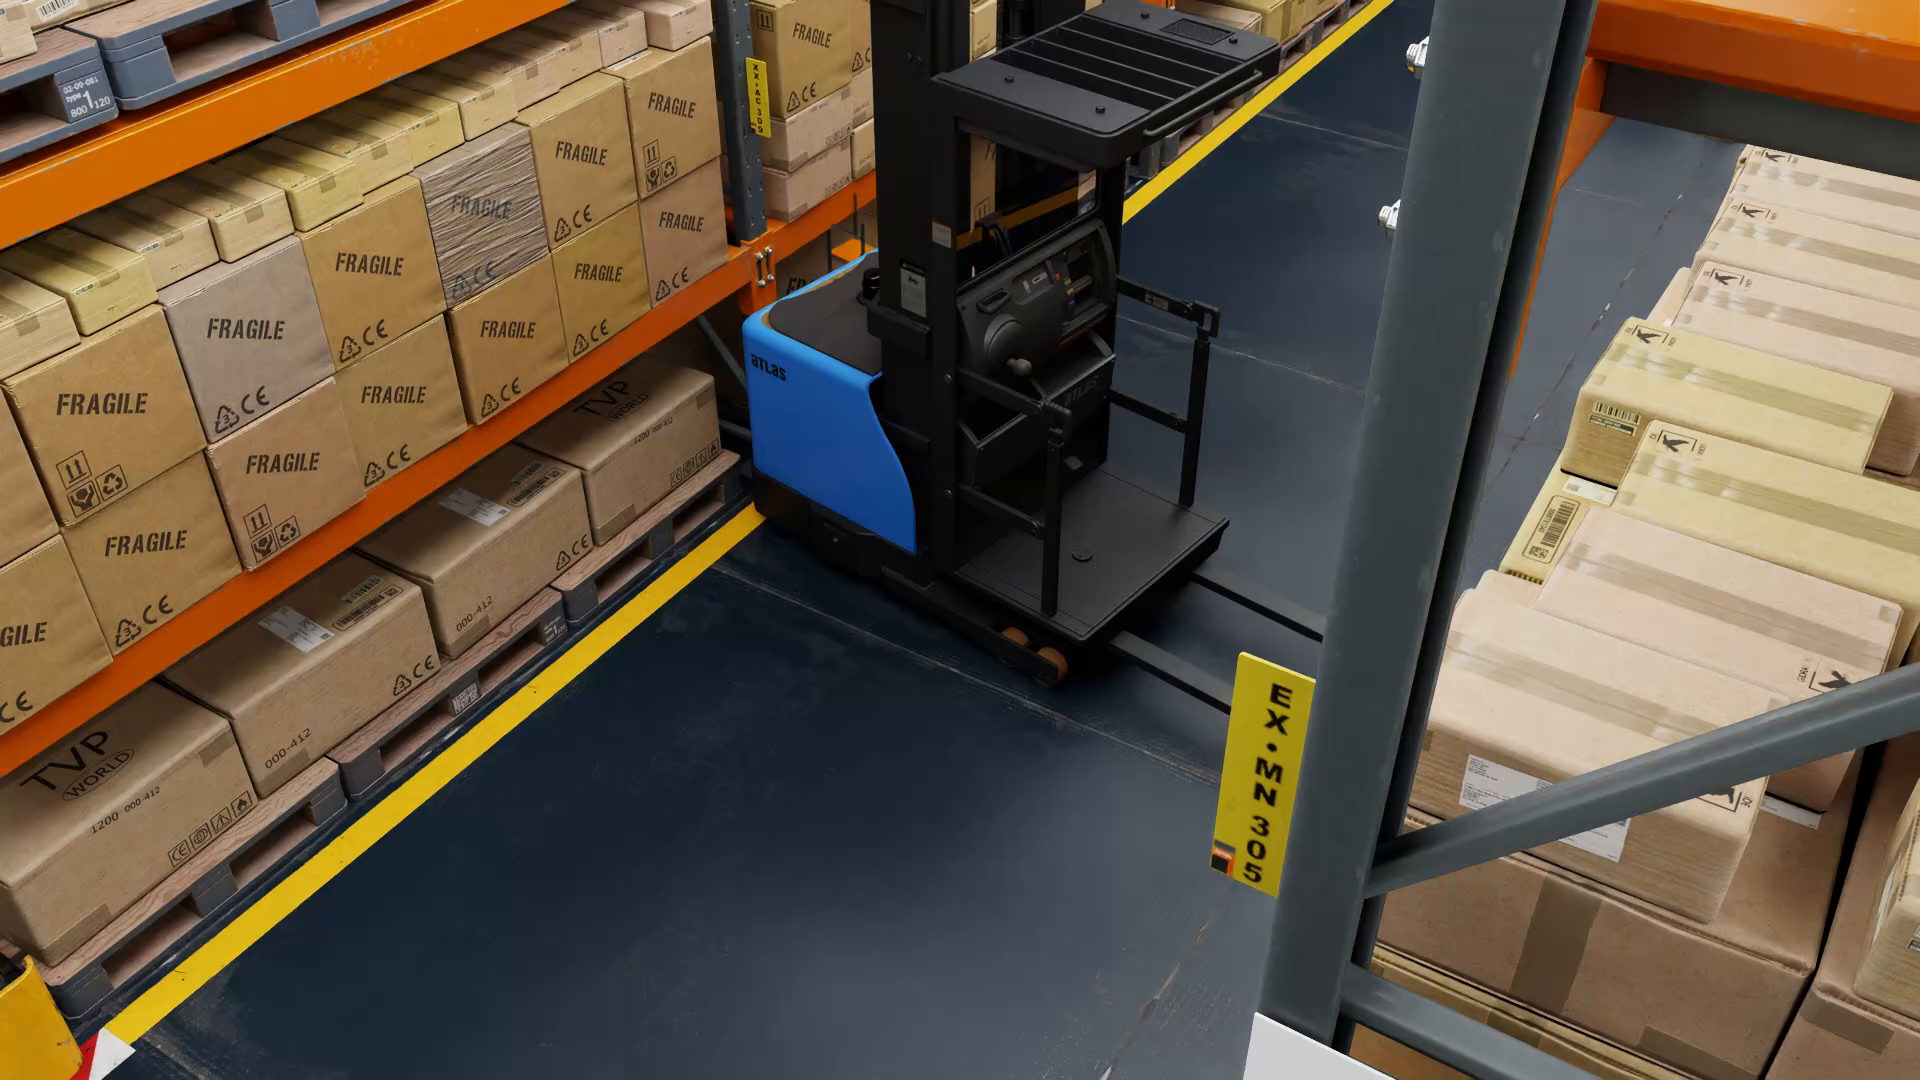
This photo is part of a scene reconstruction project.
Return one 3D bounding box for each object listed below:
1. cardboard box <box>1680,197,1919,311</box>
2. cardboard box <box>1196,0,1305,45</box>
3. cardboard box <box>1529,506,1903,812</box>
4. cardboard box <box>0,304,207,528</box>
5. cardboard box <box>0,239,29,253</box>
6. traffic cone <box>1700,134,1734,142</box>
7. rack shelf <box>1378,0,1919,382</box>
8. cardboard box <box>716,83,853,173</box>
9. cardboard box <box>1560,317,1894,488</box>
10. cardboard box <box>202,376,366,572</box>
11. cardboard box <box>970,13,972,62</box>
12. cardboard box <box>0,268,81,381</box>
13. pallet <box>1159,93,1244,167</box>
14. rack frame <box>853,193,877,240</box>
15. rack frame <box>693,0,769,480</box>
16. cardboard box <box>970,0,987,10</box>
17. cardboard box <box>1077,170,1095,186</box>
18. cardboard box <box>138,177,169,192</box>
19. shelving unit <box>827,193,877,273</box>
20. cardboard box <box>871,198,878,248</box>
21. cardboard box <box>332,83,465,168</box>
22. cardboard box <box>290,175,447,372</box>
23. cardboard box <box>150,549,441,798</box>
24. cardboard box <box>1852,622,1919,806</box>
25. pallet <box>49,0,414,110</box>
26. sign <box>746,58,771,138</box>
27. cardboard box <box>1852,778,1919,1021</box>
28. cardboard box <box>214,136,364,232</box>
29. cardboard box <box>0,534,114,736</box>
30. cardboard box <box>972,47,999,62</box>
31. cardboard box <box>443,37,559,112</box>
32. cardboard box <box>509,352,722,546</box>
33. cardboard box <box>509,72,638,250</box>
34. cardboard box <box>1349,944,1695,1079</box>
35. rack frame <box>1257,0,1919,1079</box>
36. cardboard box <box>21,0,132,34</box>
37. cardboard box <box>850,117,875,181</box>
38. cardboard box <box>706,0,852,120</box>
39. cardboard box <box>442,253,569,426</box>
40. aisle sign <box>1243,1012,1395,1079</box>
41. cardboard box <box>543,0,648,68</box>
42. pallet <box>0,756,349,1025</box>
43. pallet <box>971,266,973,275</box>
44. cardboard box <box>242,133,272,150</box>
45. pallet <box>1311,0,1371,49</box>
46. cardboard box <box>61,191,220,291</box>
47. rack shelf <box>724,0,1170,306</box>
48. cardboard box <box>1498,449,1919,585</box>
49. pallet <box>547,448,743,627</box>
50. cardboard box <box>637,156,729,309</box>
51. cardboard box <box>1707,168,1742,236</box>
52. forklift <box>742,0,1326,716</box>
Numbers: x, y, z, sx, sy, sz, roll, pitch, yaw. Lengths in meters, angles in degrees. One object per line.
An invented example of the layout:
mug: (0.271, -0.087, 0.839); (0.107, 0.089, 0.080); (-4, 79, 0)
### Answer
cardboard box: (1.428, -0.412, 2.757); (0.380, 0.149, 0.250); (22, 43, 26)
cardboard box: (1.948, -3.887, 12.144); (0.950, 0.372, 0.625); (23, 43, 27)
cardboard box: (0.912, 0.136, 2.047); (0.380, 0.149, 0.250); (22, 43, 26)
cardboard box: (-2.680, -0.436, 4.957); (0.500, 0.500, 0.500); (20, 42, 24)
cardboard box: (-3.073, -0.936, 5.075); (0.380, 0.149, 0.250); (22, 43, 26)
traffic cone: (5.221, -2.994, 11.255); (0.336, 0.463, 0.334); (21, 42, 25)
rack shelf: (1.857, -1.131, 2.438); (1.077, 0.370, 4.000); (21, 42, 25)
cardboard box: (-0.832, -1.912, 7.487); (0.500, 0.250, 0.500); (20, 42, 24)
cardboard box: (1.117, -0.161, 2.432); (0.380, 0.149, 0.250); (22, 43, 26)
cardboard box: (-2.414, -0.297, 5.596); (0.500, 0.500, 0.500); (21, 42, 25)
cardboard box: (-0.283, -2.442, 8.174); (0.500, 0.250, 0.500); (22, 43, 26)
cardboard box: (-2.708, -0.617, 4.661); (0.380, 0.149, 0.250); (23, 43, 26)
pallet: (1.258, -2.999, 11.468); (1.003, 0.211, 1.213); (21, 42, 25)
rack frame: (-0.426, -1.128, 8.174); (0.240, 1.200, 0.006); (29, 47, 29)
rack frame: (-1.305, -1.639, 7.420); (1.000, 3.000, 0.127); (21, 42, 25)
cardboard box: (-0.035, -3.005, 8.291); (0.500, 0.500, 0.500); (20, 42, 24)
cardboard box: (0.397, -2.697, 10.188); (0.875, 0.875, 0.875); (21, 42, 25)
cardboard box: (-2.788, -1.196, 5.412); (0.380, 0.149, 0.250); (22, 43, 26)
shelving unit: (-0.485, -1.084, 8.119); (0.258, 1.200, 0.189); (29, 47, 29)
cardboard box: (-0.563, -1.778, 8.996); (0.875, 0.875, 0.875); (22, 43, 26)
cardboard box: (-1.940, -1.430, 5.717); (0.380, 0.149, 0.250); (20, 42, 24)
cardboard box: (-2.144, -0.961, 5.639); (0.500, 0.500, 0.500); (21, 42, 25)
cardboard box: (-2.696, 0.424, 6.498); (0.875, 0.438, 0.875); (22, 43, 26)
cardboard box: (1.519, 0.253, 2.222); (0.500, 0.250, 0.500); (21, 42, 25)
pallet: (-2.407, -1.747, 5.176); (1.003, 0.211, 1.213); (21, 42, 25)
sign: (-0.836, -1.833, 6.897); (0.100, 0.325, 0.005); (21, 42, 25)
cardboard box: (1.151, 0.413, 1.687); (0.380, 0.149, 0.250); (21, 42, 25)
cardboard box: (-2.158, -1.148, 5.350); (0.380, 0.149, 0.250); (20, 42, 24)
cardboard box: (-2.949, 0.230, 4.913); (0.500, 0.500, 0.500); (21, 42, 25)
cardboard box: (-0.007, -2.501, 8.661); (0.500, 0.250, 0.500); (20, 42, 24)
cardboard box: (-1.697, -1.707, 6.075); (0.380, 0.149, 0.250); (21, 42, 25)
cardboard box: (-1.732, -0.502, 7.699); (0.875, 0.438, 0.875); (21, 42, 24)
cardboard box: (-1.604, -1.482, 6.315); (0.500, 0.500, 0.500); (21, 42, 24)
cardboard box: (0.806, 0.540, 2.258); (0.500, 0.250, 0.500); (20, 42, 24)
rack frame: (0.785, -0.386, 0.880); (1.000, 3.000, 0.127); (21, 42, 25)
cardboard box: (-2.604, -1.691, 4.677); (0.500, 0.311, 0.500); (22, 43, 26)
cardboard box: (-0.571, -1.988, 7.994); (0.500, 0.250, 0.500); (20, 42, 24)
cardboard box: (-0.827, -2.208, 7.256); (0.500, 0.500, 0.500); (22, 43, 26)
cardboard box: (-1.866, -0.825, 6.282); (0.500, 0.500, 0.500); (21, 42, 24)
aisle sign: (0.493, 0.900, 1.997); (0.394, 0.787, 0.004); (21, 42, 25)
cardboard box: (-1.435, -1.968, 6.414); (0.380, 0.149, 0.250); (22, 43, 26)
pallet: (-3.086, 1.089, 6.164); (1.003, 0.211, 1.213); (21, 42, 25)
pallet: (-0.303, -1.589, 9.638); (1.003, 0.211, 1.213); (21, 42, 25)
cardboard box: (-2.526, -1.475, 5.774); (0.380, 0.149, 0.250); (21, 42, 25)
pallet: (2.565, -4.257, 13.100); (1.003, 0.211, 1.213); (21, 42, 25)
cardboard box: (-2.486, -0.911, 5.043); (0.380, 0.149, 0.250); (22, 43, 26)
rack shelf: (-0.234, -2.385, 8.977); (1.077, 0.370, 4.000); (21, 42, 25)
cardboard box: (1.090, 0.079, 2.448); (0.500, 0.250, 0.500); (20, 42, 24)
pallet: (-1.779, -0.168, 7.796); (1.003, 0.211, 1.213); (21, 42, 25)
cardboard box: (-1.338, -1.356, 6.970); (0.500, 0.500, 0.500); (22, 43, 26)
cardboard box: (1.647, -0.441, 3.122); (0.500, 0.250, 0.500); (19, 42, 23)
forklift: (0.479, -0.912, 6.533); (3.031, 2.935, 1.130); (27, 45, 31)
